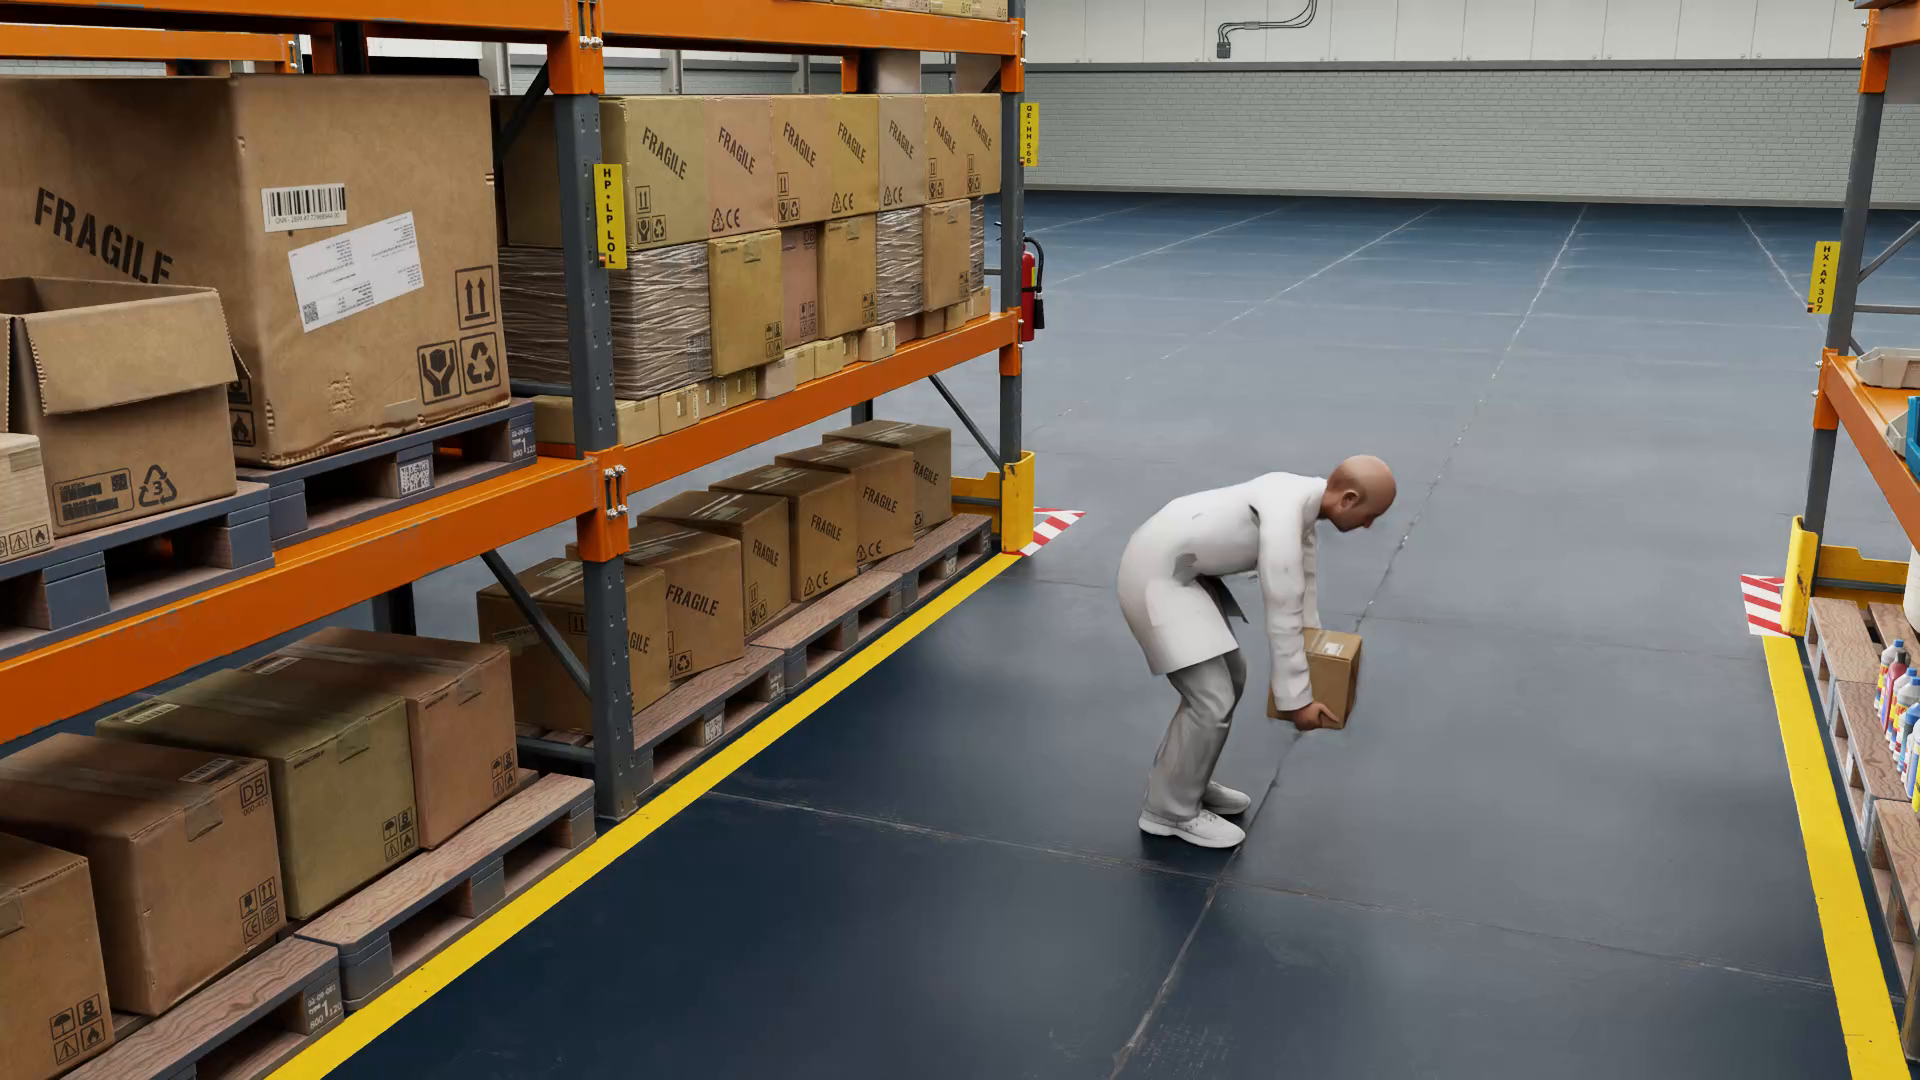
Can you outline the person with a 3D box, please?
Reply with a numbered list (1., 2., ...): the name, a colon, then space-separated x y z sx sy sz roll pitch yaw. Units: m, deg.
1. person: 0.959 0.326 5.567 0.856 1.404 0.556 5 16 19
